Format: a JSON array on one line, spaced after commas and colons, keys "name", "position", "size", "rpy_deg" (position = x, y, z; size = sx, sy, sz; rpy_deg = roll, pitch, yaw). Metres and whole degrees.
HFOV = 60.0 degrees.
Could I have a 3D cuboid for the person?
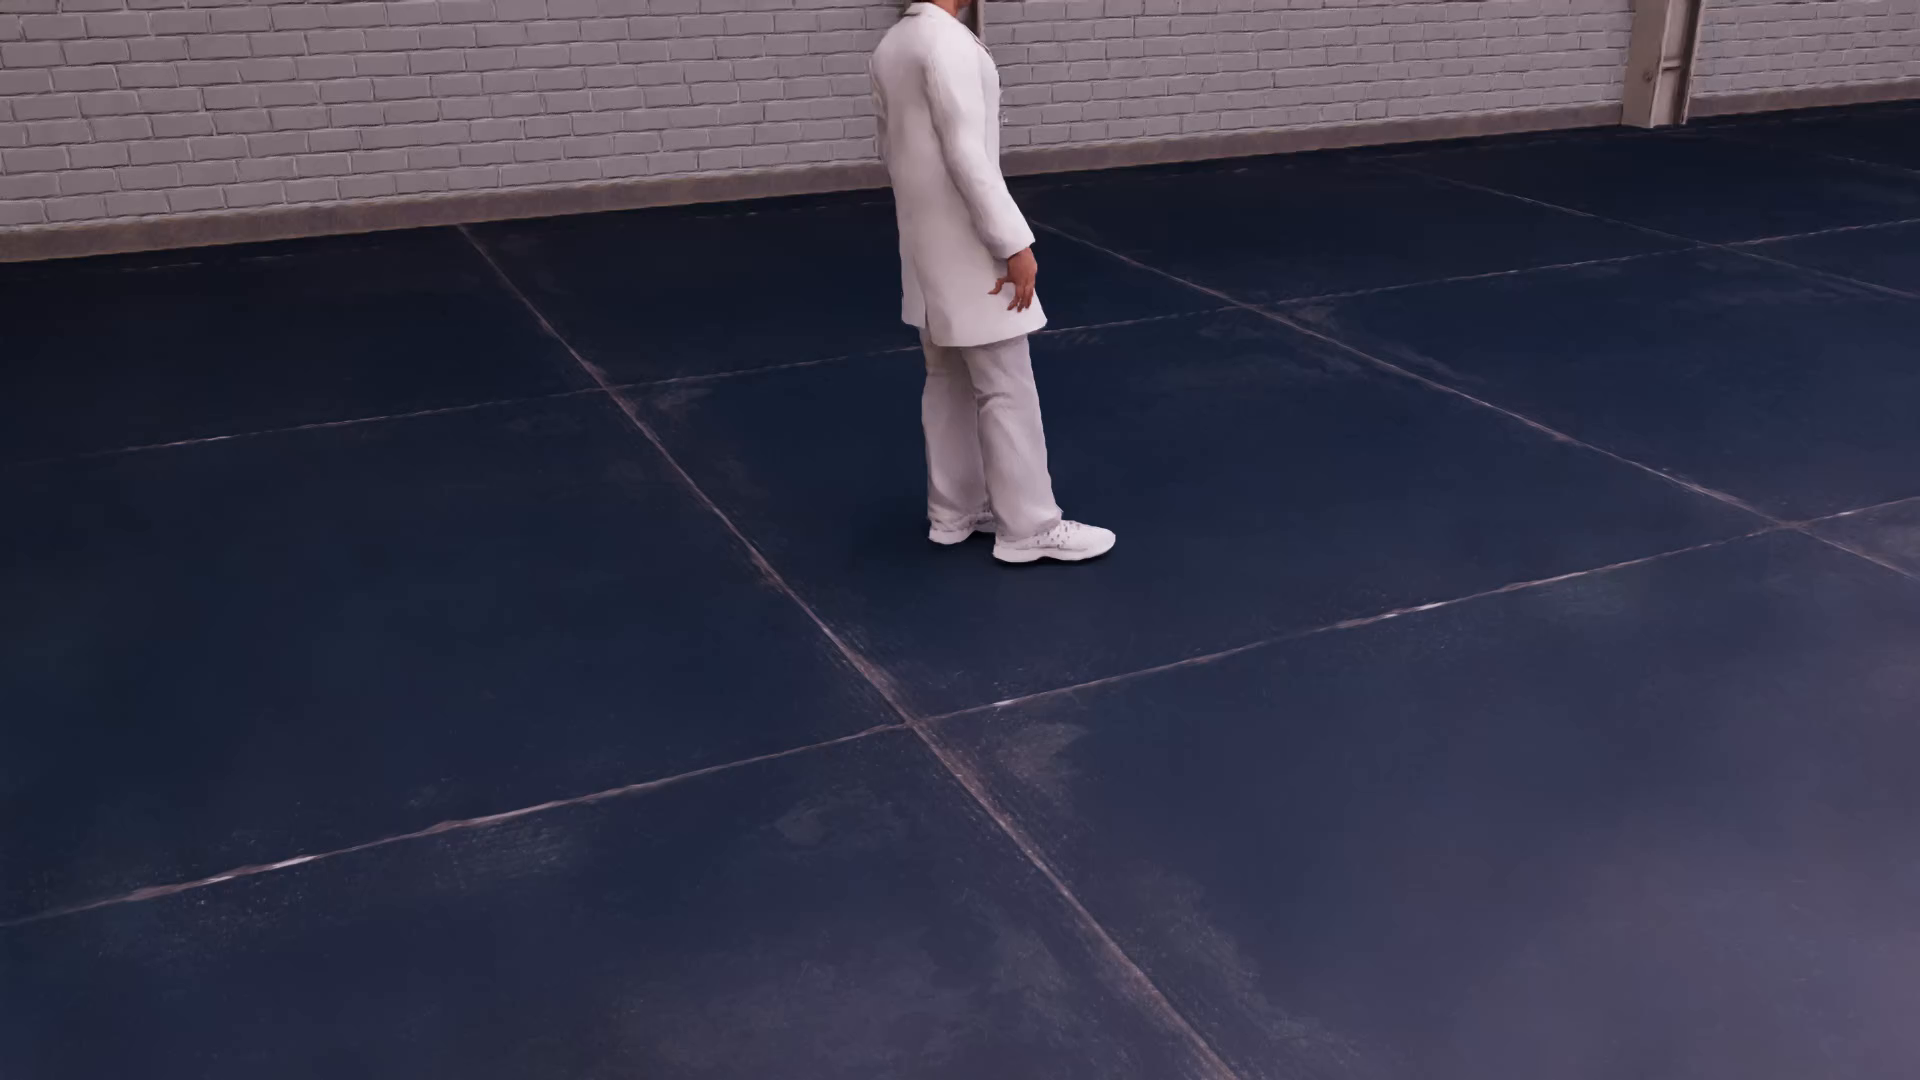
[{"name": "person", "position": [0.084, -0.841, 4.795], "size": [0.579, 1.776, 0.694], "rpy_deg": [-10, 25, -23]}]
